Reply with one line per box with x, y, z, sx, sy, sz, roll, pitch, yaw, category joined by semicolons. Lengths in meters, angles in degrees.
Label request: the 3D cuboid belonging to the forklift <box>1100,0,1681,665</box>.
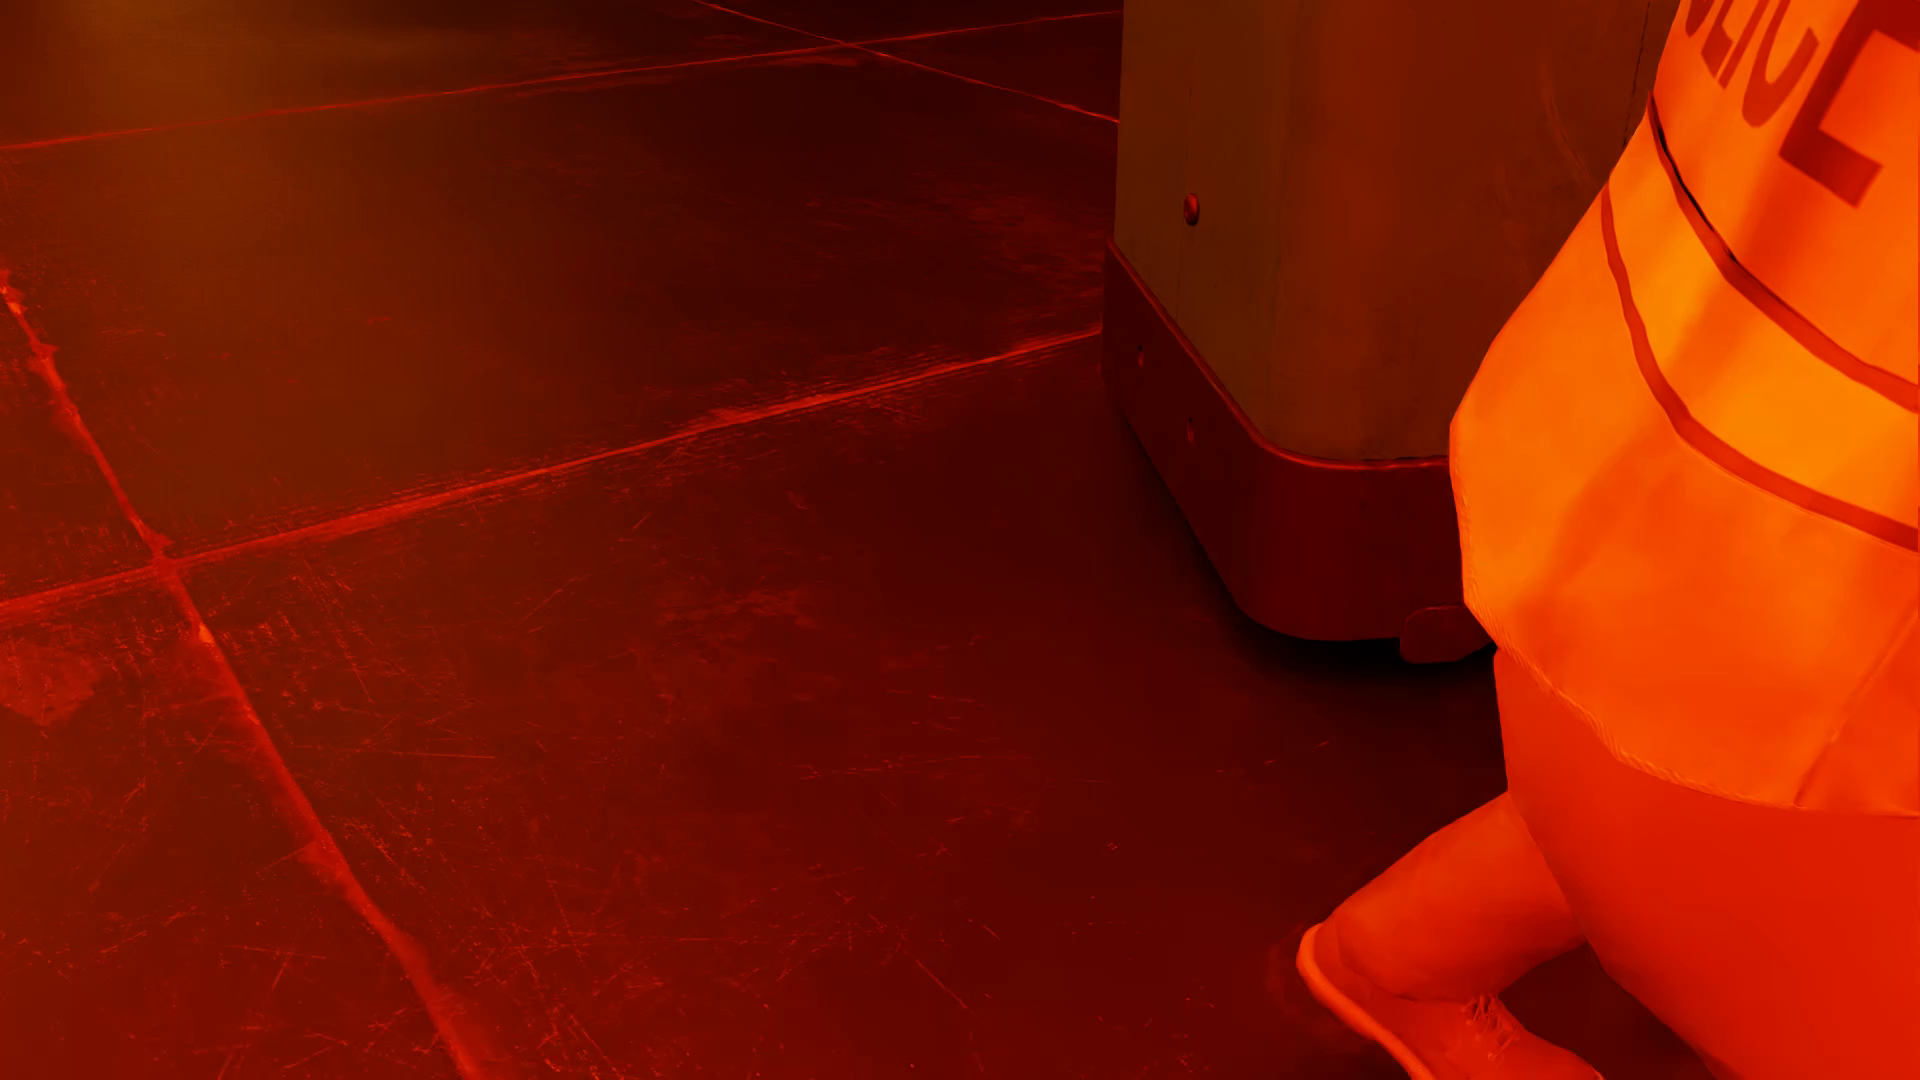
1.805;-1.437;2.096;3.031;2.935;1.130;-4;27;-7;forklift
